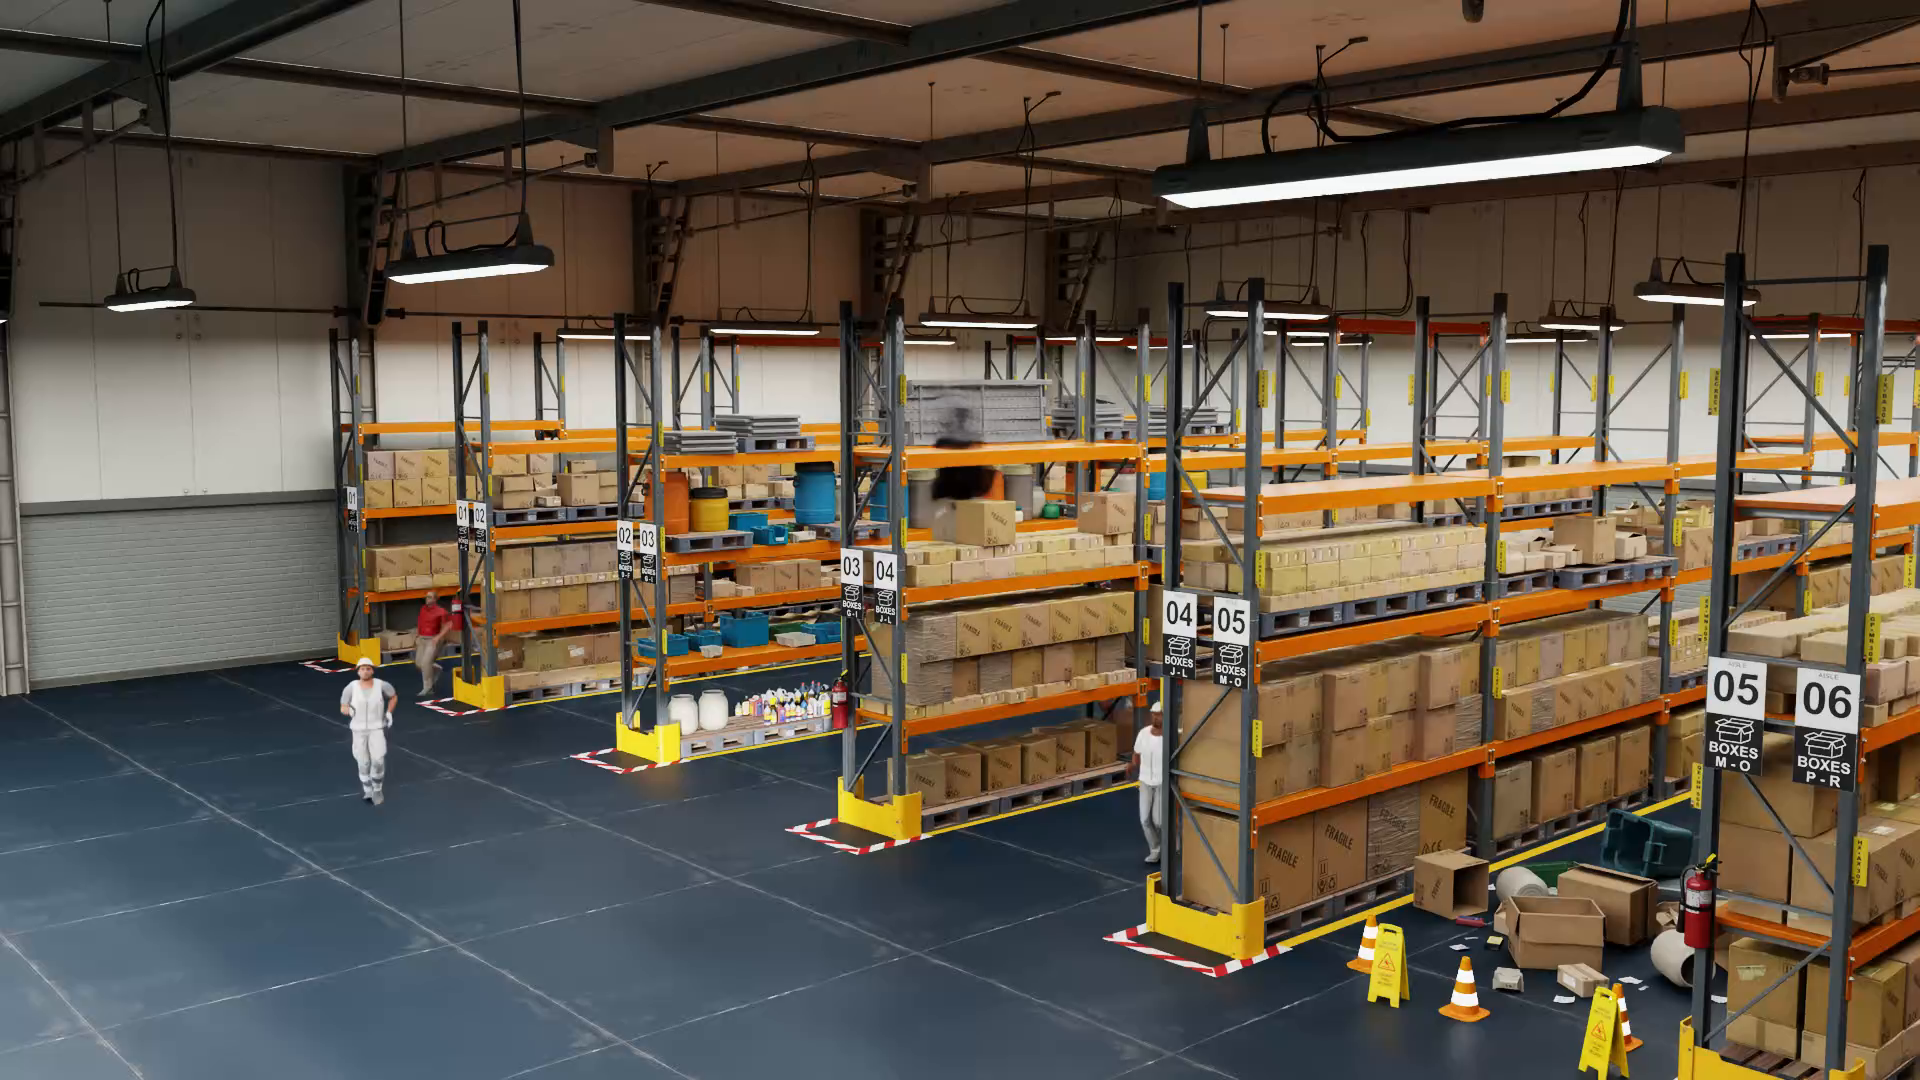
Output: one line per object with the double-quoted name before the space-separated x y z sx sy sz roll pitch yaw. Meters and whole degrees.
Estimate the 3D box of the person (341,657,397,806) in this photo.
"person" -7.098 2.311 19.969 0.633 1.800 0.661 -2 6 -15

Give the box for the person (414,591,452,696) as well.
"person" -8.574 1.682 27.097 0.700 1.734 0.633 3 6 24

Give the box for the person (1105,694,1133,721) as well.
"person" 2.413 1.818 25.136 0.612 1.702 0.909 4 7 38

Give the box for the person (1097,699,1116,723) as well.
"person" 2.122 1.991 23.789 0.609 1.639 0.596 -5 7 -41

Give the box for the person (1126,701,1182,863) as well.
"person" 2.101 2.566 17.647 0.695 1.719 0.601 4 7 36
